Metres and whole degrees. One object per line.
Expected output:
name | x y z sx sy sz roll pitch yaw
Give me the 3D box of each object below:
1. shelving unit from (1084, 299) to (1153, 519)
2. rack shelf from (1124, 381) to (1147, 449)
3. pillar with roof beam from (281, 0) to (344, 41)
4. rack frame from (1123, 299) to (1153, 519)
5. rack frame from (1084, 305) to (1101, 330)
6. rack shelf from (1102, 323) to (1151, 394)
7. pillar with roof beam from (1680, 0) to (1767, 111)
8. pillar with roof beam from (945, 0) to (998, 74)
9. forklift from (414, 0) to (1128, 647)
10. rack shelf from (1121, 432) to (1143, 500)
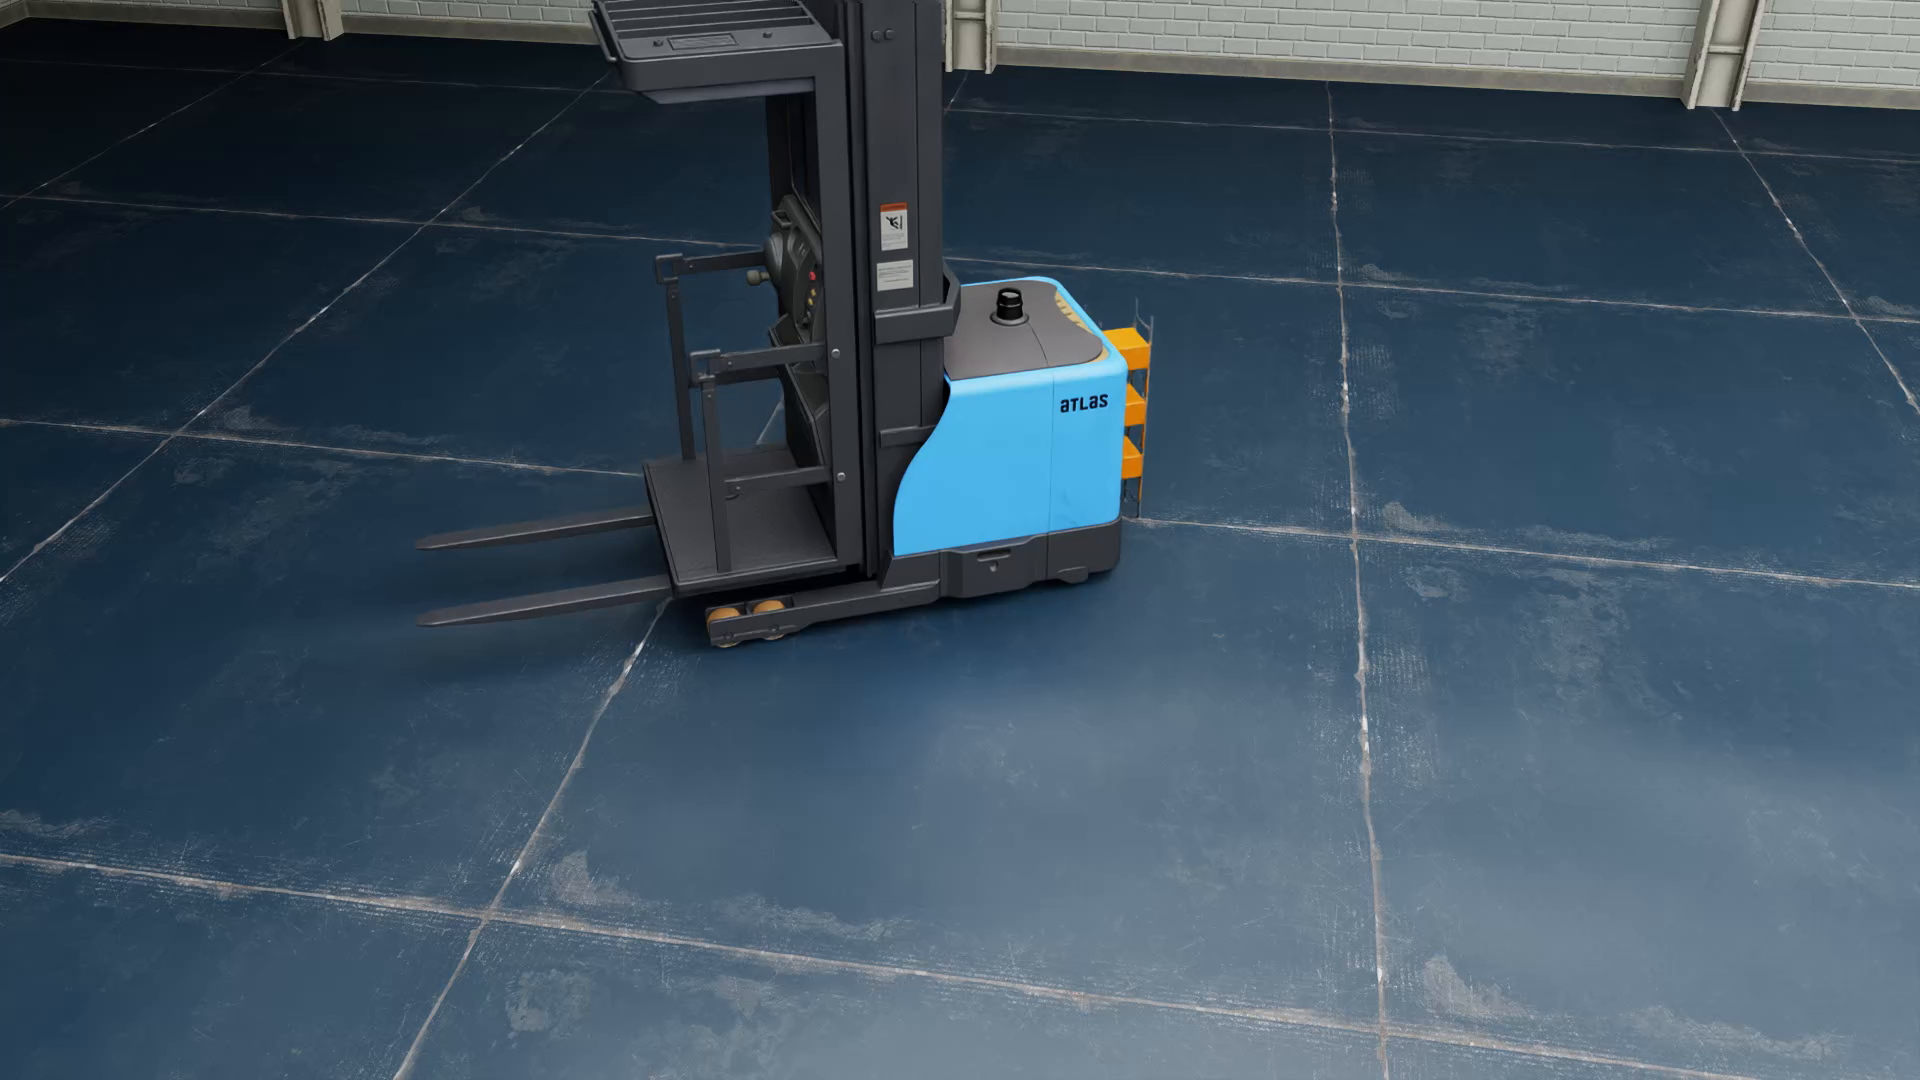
shelving unit | 0.706 -0.577 7.682 0.252 1.050 0.215 -9 33 -14
rack shelf | 0.706 -0.568 7.688 0.240 0.259 0.215 -9 33 -14
pillar with roof beam | -6.544 -6.134 9.069 0.400 9.000 9.100 5 32 8
rack frame | 0.823 -0.595 7.711 0.008 1.050 0.200 -9 33 -14
rack frame | 0.589 -0.559 7.653 0.008 1.050 0.200 -9 33 -14
rack shelf | 0.706 -0.808 7.537 0.240 0.259 0.215 -9 33 -14
pillar with roof beam | 5.285 -5.063 7.357 0.400 9.000 9.100 5 32 8
pillar with roof beam | -0.629 -5.599 8.213 0.400 9.000 9.100 5 32 8
forklift | -0.857 -1.102 6.748 3.031 2.935 1.130 -9 33 -14
rack shelf | 0.706 -0.332 7.835 0.240 0.259 0.215 -9 33 -14
